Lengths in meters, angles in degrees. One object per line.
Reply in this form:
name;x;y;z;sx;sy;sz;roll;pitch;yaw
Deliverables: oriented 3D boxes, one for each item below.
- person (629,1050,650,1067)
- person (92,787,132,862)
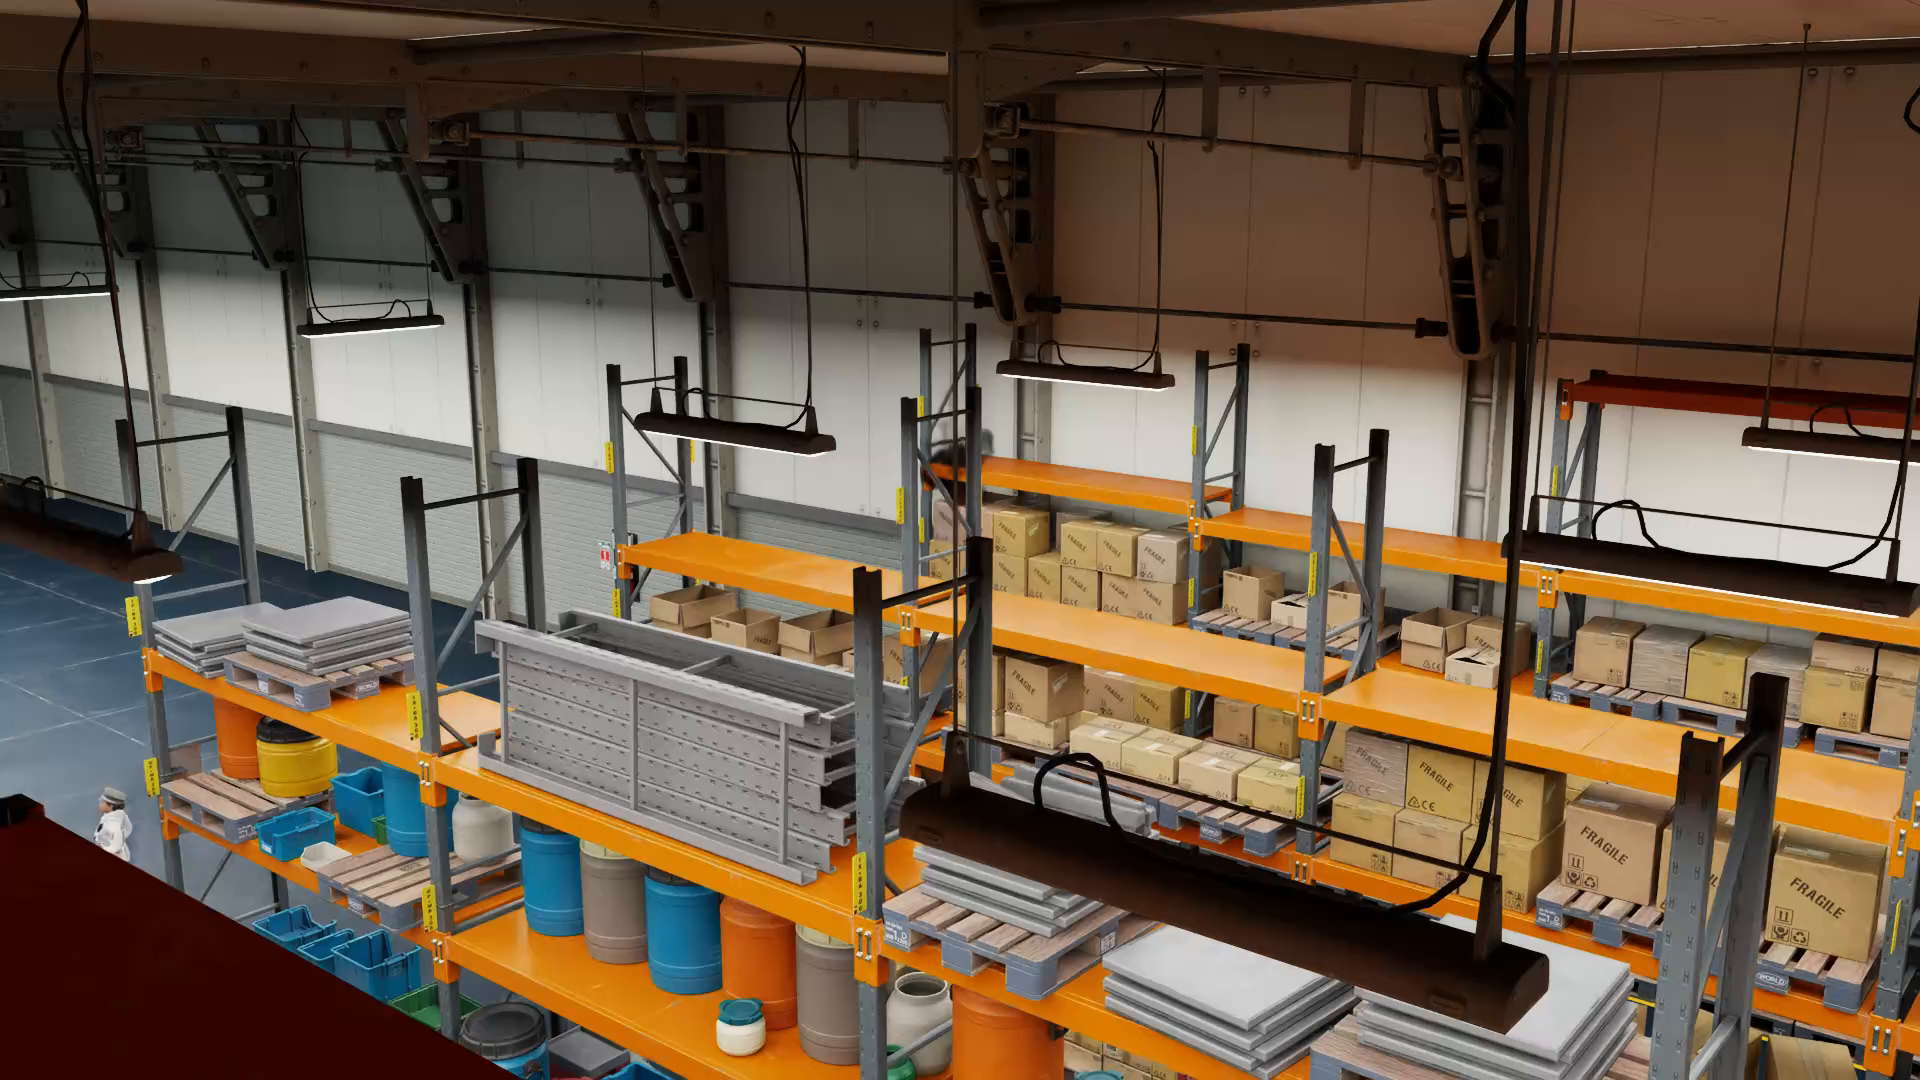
person;-2.951;4.094;14.439;0.878;1.606;0.539;7;15;30
person;-8.866;3.382;17.522;0.711;1.653;0.621;-5;14;-21
